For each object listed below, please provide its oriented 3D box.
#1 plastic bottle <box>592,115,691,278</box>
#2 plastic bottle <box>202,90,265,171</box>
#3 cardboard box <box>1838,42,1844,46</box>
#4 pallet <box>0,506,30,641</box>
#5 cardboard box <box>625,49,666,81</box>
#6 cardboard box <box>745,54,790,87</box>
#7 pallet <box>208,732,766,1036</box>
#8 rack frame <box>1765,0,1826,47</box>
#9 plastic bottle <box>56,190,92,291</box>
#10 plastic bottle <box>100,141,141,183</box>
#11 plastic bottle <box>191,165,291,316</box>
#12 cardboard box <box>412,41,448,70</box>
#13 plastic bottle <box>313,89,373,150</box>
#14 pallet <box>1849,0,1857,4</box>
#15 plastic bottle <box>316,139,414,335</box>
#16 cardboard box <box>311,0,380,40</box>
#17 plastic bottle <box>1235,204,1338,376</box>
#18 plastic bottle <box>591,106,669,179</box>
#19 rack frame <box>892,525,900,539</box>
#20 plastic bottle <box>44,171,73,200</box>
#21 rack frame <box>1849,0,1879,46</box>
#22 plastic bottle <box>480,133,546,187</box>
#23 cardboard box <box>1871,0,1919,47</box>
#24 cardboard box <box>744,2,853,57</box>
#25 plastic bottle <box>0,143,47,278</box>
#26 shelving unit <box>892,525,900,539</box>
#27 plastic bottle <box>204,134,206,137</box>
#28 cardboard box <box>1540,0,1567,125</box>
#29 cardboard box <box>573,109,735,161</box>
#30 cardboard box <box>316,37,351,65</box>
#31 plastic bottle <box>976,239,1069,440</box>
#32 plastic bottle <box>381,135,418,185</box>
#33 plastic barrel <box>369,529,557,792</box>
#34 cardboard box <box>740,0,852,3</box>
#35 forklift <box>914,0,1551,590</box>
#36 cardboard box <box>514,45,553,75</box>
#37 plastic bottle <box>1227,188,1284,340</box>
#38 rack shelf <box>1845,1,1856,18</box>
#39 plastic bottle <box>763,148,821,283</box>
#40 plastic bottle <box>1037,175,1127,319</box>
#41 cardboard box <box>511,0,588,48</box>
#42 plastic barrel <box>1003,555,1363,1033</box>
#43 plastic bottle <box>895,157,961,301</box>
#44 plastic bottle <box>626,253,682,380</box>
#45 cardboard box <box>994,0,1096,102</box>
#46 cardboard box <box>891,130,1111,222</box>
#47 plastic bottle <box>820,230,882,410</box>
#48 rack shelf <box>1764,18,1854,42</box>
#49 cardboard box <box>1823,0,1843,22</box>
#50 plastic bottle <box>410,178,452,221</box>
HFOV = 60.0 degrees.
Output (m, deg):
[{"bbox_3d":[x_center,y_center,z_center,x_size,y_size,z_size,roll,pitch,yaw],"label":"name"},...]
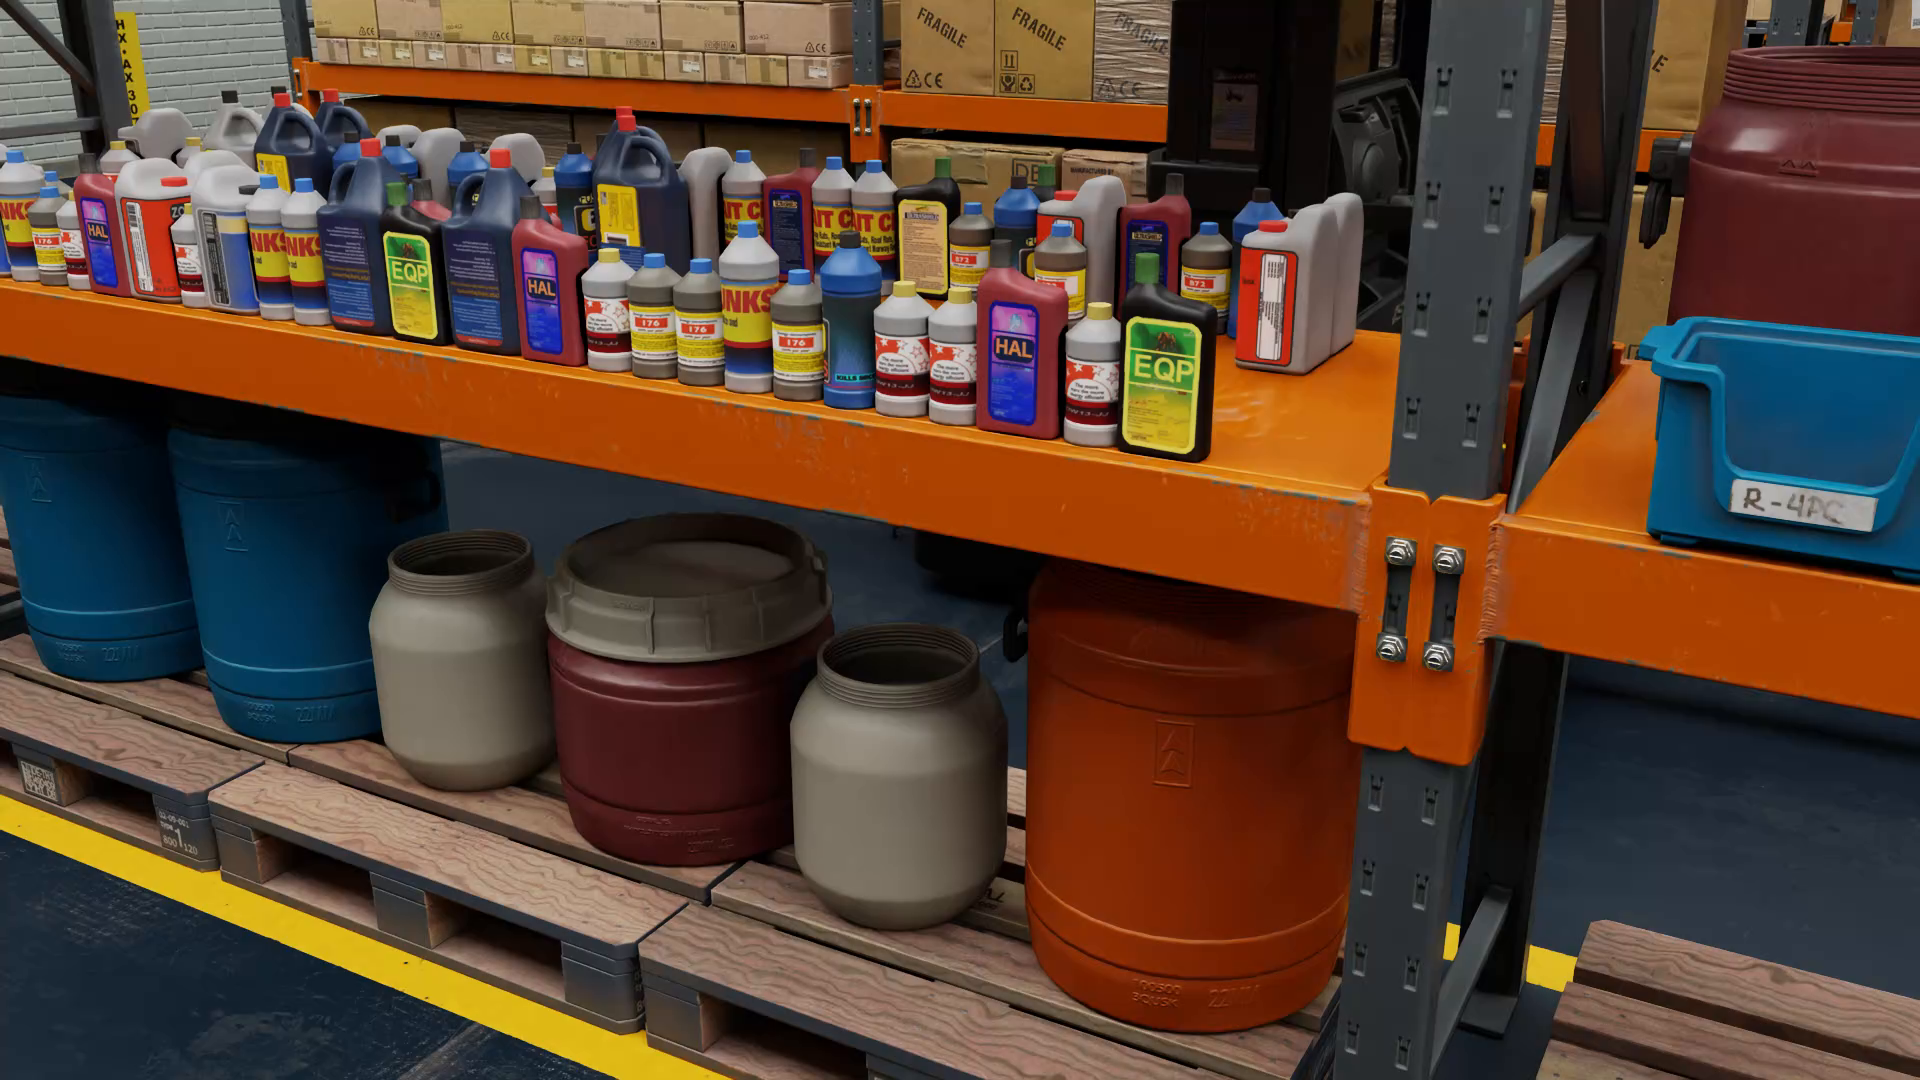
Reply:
[{"bbox_3d":[-0.671,-0.709,3.493,0.185,0.351,0.144,11,23,27],"label":"plastic bottle"},{"bbox_3d":[-1.746,-0.917,4.066,0.185,0.351,0.144,11,23,27],"label":"plastic bottle"},{"bbox_3d":[9.966,-5.610,19.031,0.250,0.149,0.380,10,22,25],"label":"cardboard box"},{"bbox_3d":[-3.298,0.162,5.110,1.213,0.211,1.003,11,23,27],"label":"pallet"},{"bbox_3d":[-1.547,-2.519,8.779,0.250,0.149,0.380,11,23,28],"label":"cardboard box"},{"bbox_3d":[-0.873,-2.391,8.426,0.250,0.149,0.380,11,23,28],"label":"cardboard box"},{"bbox_3d":[-0.915,0.616,3.858,1.213,0.211,1.003,11,23,27],"label":"pallet"},{"bbox_3d":[3.270,-1.848,6.560,0.127,3.000,1.000,11,23,27],"label":"rack frame"},{"bbox_3d":[-1.842,-0.634,3.505,0.097,0.201,0.097,0,20,0],"label":"plastic bottle"},{"bbox_3d":[-2.180,-0.935,4.336,0.097,0.201,0.097,0,20,0],"label":"plastic bottle"},{"bbox_3d":[-1.408,-0.597,3.294,0.135,0.276,0.152,11,23,27],"label":"plastic bottle"},{"bbox_3d":[-2.889,-2.775,9.485,0.250,0.149,0.380,10,22,26],"label":"cardboard box"},{"bbox_3d":[-1.514,-0.929,4.100,0.185,0.351,0.144,11,23,27],"label":"plastic bottle"},{"bbox_3d":[9.894,-6.278,19.054,1.003,0.211,1.213,11,23,27],"label":"pallet"},{"bbox_3d":[-1.101,-0.572,3.116,0.185,0.351,0.144,11,23,27],"label":"plastic bottle"},{"bbox_3d":[-3.427,-3.087,9.761,0.500,0.250,0.500,10,22,26],"label":"cardboard box"},{"bbox_3d":[0.560,-0.438,2.855,0.135,0.276,0.152,11,23,27],"label":"plastic bottle"},{"bbox_3d":[-0.714,-0.777,3.679,0.185,0.351,0.144,11,23,27],"label":"plastic bottle"},{"bbox_3d":[-0.189,-0.528,5.781,0.008,1.050,0.200,10,22,26],"label":"rack frame"},{"bbox_3d":[-2.055,-0.734,3.781,0.097,0.201,0.097,0,20,0],"label":"plastic bottle"},{"bbox_3d":[5.777,-3.307,10.584,0.127,3.000,1.000,11,23,27],"label":"rack frame"},{"bbox_3d":[-1.057,-0.805,3.868,0.135,0.276,0.152,11,23,27],"label":"plastic bottle"},{"bbox_3d":[3.761,-2.014,6.257,0.500,0.500,0.500,8,21,21],"label":"cardboard box"},{"bbox_3d":[-0.736,-2.578,8.356,0.500,0.250,0.500,10,22,26],"label":"cardboard box"},{"bbox_3d":[-2.100,-0.729,3.657,0.135,0.276,0.152,11,23,27],"label":"plastic bottle"},{"bbox_3d":[-0.081,-0.509,5.728,0.252,1.050,0.215,10,22,26],"label":"shelving unit"},{"bbox_3d":[-1.912,-0.989,4.365,0.133,0.283,0.061,11,23,27],"label":"plastic bottle"},{"bbox_3d":[2.286,-1.988,6.799,0.500,0.500,0.500,11,22,27],"label":"cardboard box"},{"bbox_3d":[-1.545,-1.995,9.465,0.875,0.875,0.875,11,23,27],"label":"cardboard box"},{"bbox_3d":[-3.565,-2.903,9.837,0.250,0.149,0.380,11,23,28],"label":"cardboard box"},{"bbox_3d":[0.092,-0.297,2.456,0.133,0.283,0.061,11,23,27],"label":"plastic bottle"},{"bbox_3d":[-1.304,-0.801,3.864,0.097,0.271,0.097,0,20,0],"label":"plastic bottle"},{"bbox_3d":[-1.103,0.268,3.761,0.421,0.512,0.421,0,20,0],"label":"plastic barrel"},{"bbox_3d":[-0.754,-2.932,8.232,0.500,0.500,0.500,12,23,29],"label":"cardboard box"},{"bbox_3d":[1.397,-1.147,4.728,3.031,2.935,1.130,10,22,26],"label":"forklift"},{"bbox_3d":[-2.222,-2.647,9.133,0.250,0.149,0.380,10,22,26],"label":"cardboard box"},{"bbox_3d":[0.546,-0.508,3.056,0.097,0.271,0.097,0,20,0],"label":"plastic bottle"},{"bbox_3d":[8.774,-6.271,19.808,4.000,0.370,1.077,11,23,27],"label":"rack shelf"},{"bbox_3d":[-0.352,-0.692,3.546,0.133,0.283,0.061,11,23,27],"label":"plastic bottle"},{"bbox_3d":[0.230,-0.560,3.192,0.135,0.276,0.152,11,23,27],"label":"plastic bottle"},{"bbox_3d":[-2.075,-2.833,9.060,0.500,0.250,0.500,10,22,26],"label":"cardboard box"},{"bbox_3d":[0.419,0.373,3.004,0.708,0.830,0.600,11,23,27],"label":"plastic barrel"},{"bbox_3d":[-0.066,-0.638,3.395,0.133,0.283,0.061,11,23,27],"label":"plastic bottle"},{"bbox_3d":[-0.510,-0.380,2.806,0.097,0.201,0.097,0,20,0],"label":"plastic bottle"},{"bbox_3d":[0.497,-2.326,7.731,0.500,0.500,0.500,11,23,27],"label":"cardboard box"},{"bbox_3d":[0.346,-1.611,8.407,0.875,0.875,1.225,11,23,27],"label":"cardboard box"},{"bbox_3d":[-0.170,-0.348,2.615,0.097,0.271,0.097,0,20,0],"label":"plastic bottle"},{"bbox_3d":[6.357,-4.792,15.733,4.000,0.370,1.077,11,23,27],"label":"rack shelf"},{"bbox_3d":[7.535,-4.734,14.737,0.500,0.250,0.500,10,22,25],"label":"cardboard box"},{"bbox_3d":[-0.953,-0.520,3.070,0.133,0.283,0.061,11,23,27],"label":"plastic bottle"}]
